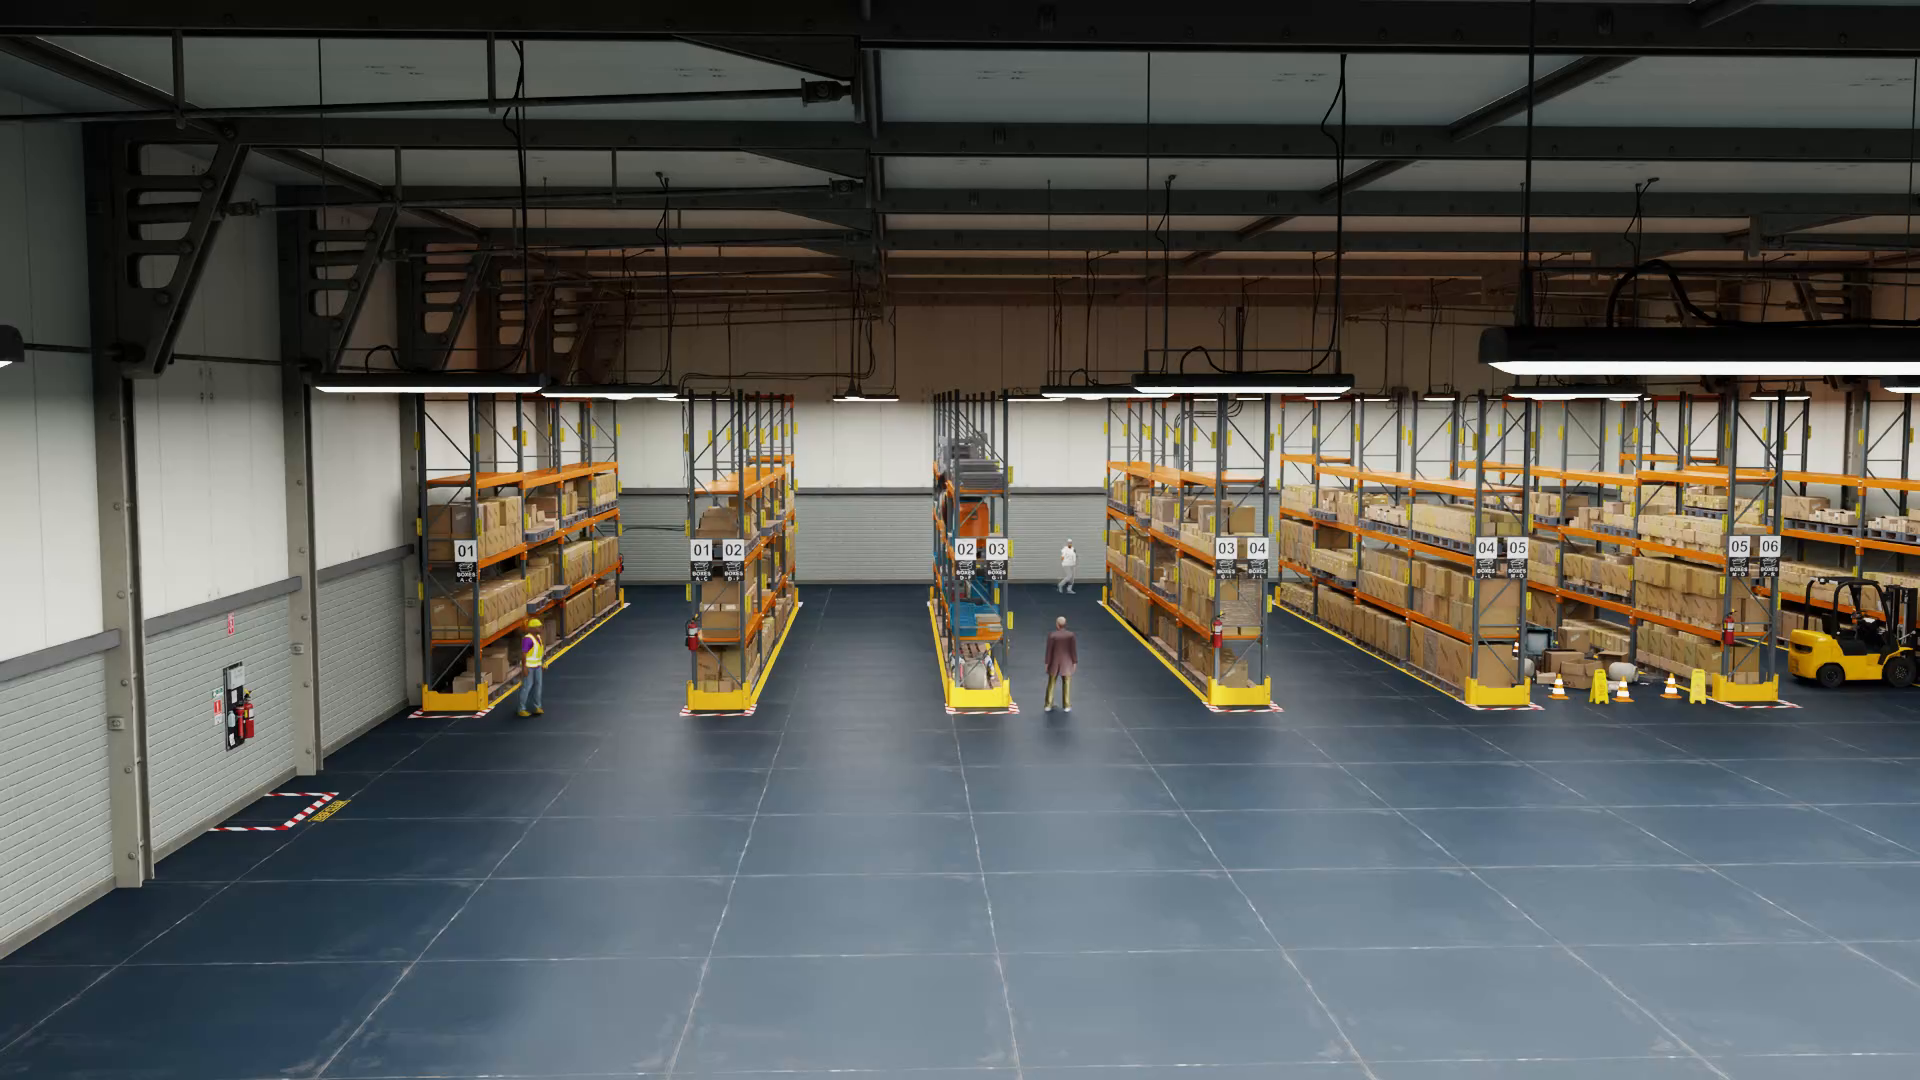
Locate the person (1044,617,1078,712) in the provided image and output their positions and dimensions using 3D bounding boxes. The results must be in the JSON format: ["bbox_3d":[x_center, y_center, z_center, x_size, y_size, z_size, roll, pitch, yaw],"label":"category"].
[{"bbox_3d":[1.885,2.306,31.048,0.589,1.773,0.450,2,5,19],"label":"person"}]

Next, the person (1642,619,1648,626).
[{"bbox_3d":[16.496,1.657,39.936,0.437,1.657,0.587,2,5,25],"label":"person"}]

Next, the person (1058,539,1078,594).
[{"bbox_3d":[3.270,0.791,50.179,0.538,1.655,0.500,3,6,33],"label":"person"}]

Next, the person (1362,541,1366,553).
[{"bbox_3d":[11.583,0.893,48.223,1.044,1.719,0.716,2,5,22],"label":"person"}]

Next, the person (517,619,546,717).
[{"bbox_3d":[-7.897,2.341,30.676,0.444,1.763,0.680,1,5,18],"label":"person"}]
